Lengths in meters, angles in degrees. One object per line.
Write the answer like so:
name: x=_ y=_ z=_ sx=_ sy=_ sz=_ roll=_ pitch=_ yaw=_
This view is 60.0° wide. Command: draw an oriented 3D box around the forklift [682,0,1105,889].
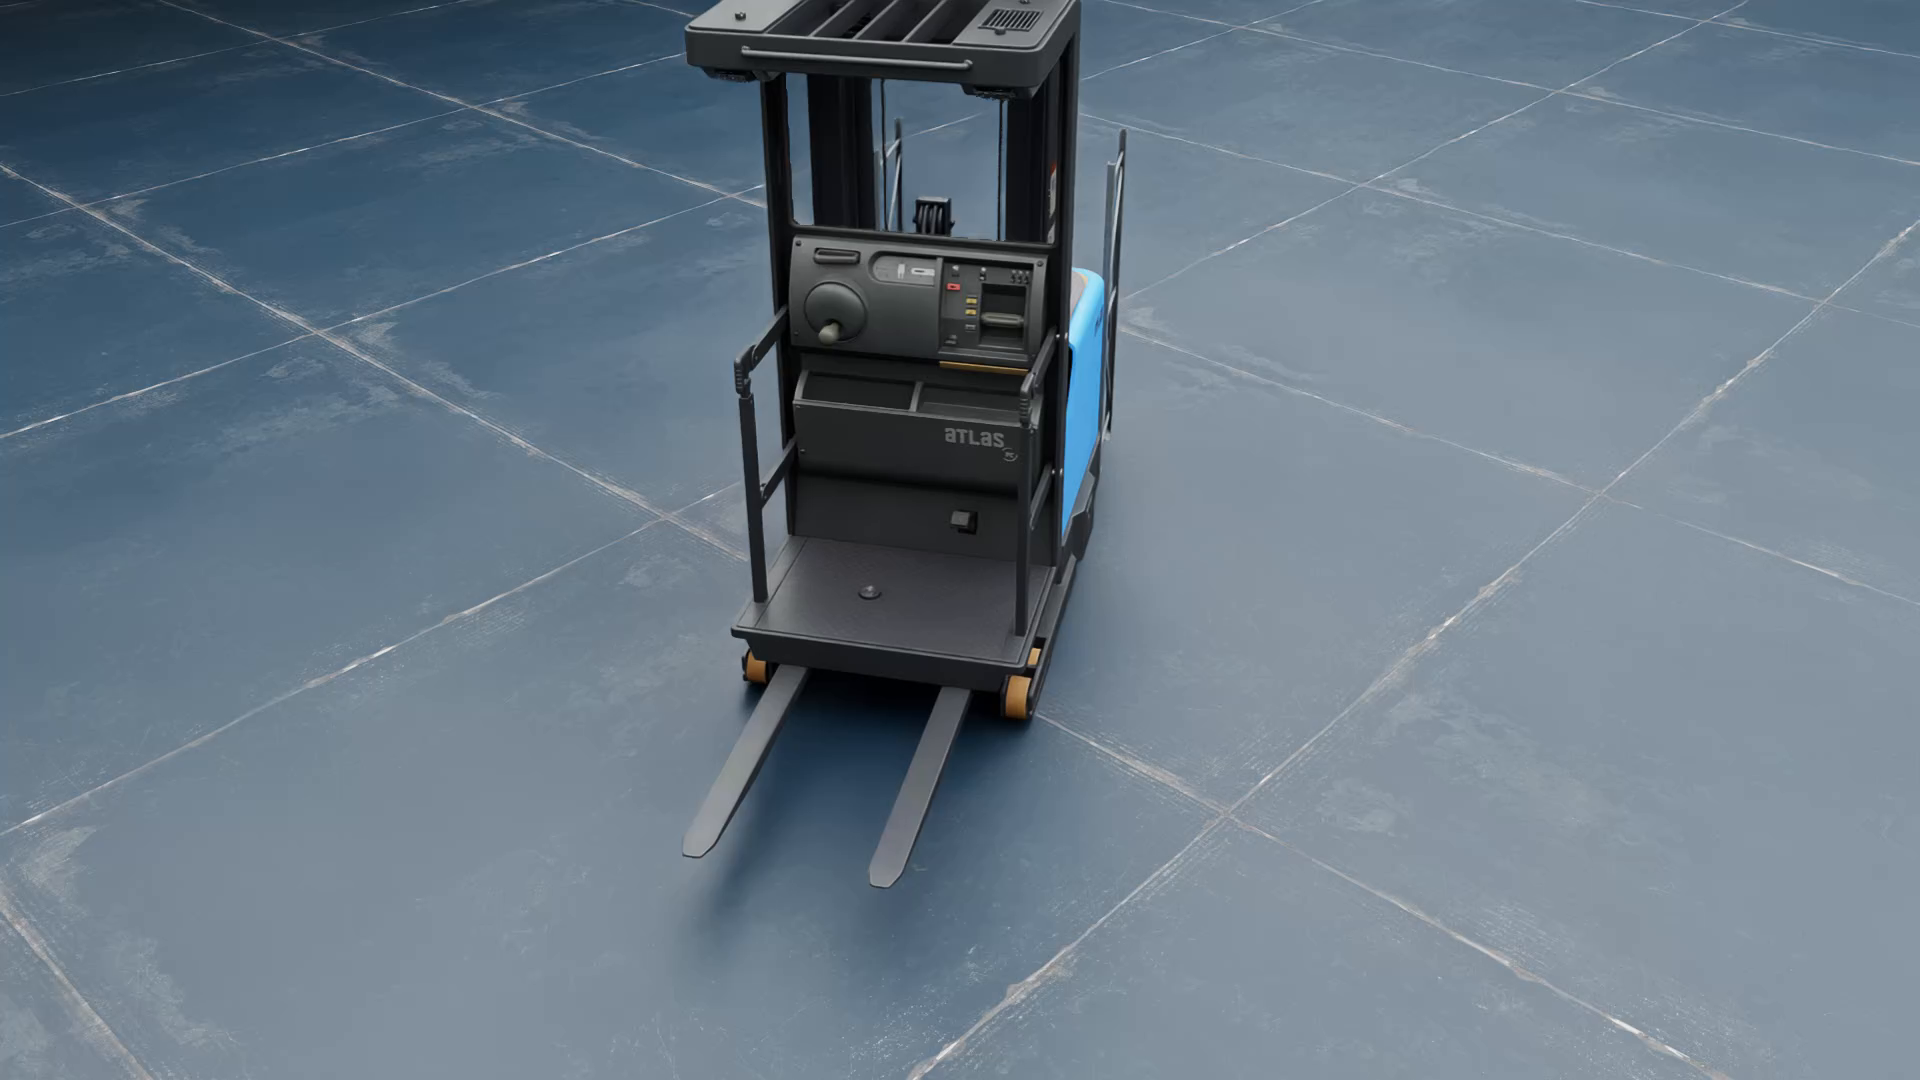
forklift: x=-0.202 y=-0.805 z=5.745 sx=1.130 sy=2.935 sz=3.031 roll=7 pitch=32 yaw=11

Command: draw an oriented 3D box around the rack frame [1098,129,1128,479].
rack frame: x=0.680 y=-1.052 z=7.543 sx=0.032 sy=1.500 sz=0.500 roll=6 pitch=32 yaw=9

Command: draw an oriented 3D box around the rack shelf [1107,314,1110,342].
rack shelf: x=0.181 y=-0.948 z=7.719 sx=1.000 sy=0.185 sz=0.538 roll=6 pitch=32 yaw=9

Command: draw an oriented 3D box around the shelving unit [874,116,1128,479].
shelving unit: x=0.181 y=-1.102 z=7.627 sx=1.048 sy=1.500 sz=0.538 roll=6 pitch=32 yaw=9

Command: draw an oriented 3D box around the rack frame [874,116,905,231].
rack frame: x=-0.318 y=-1.152 z=7.710 sx=0.032 sy=1.500 sz=0.500 roll=6 pitch=32 yaw=9
